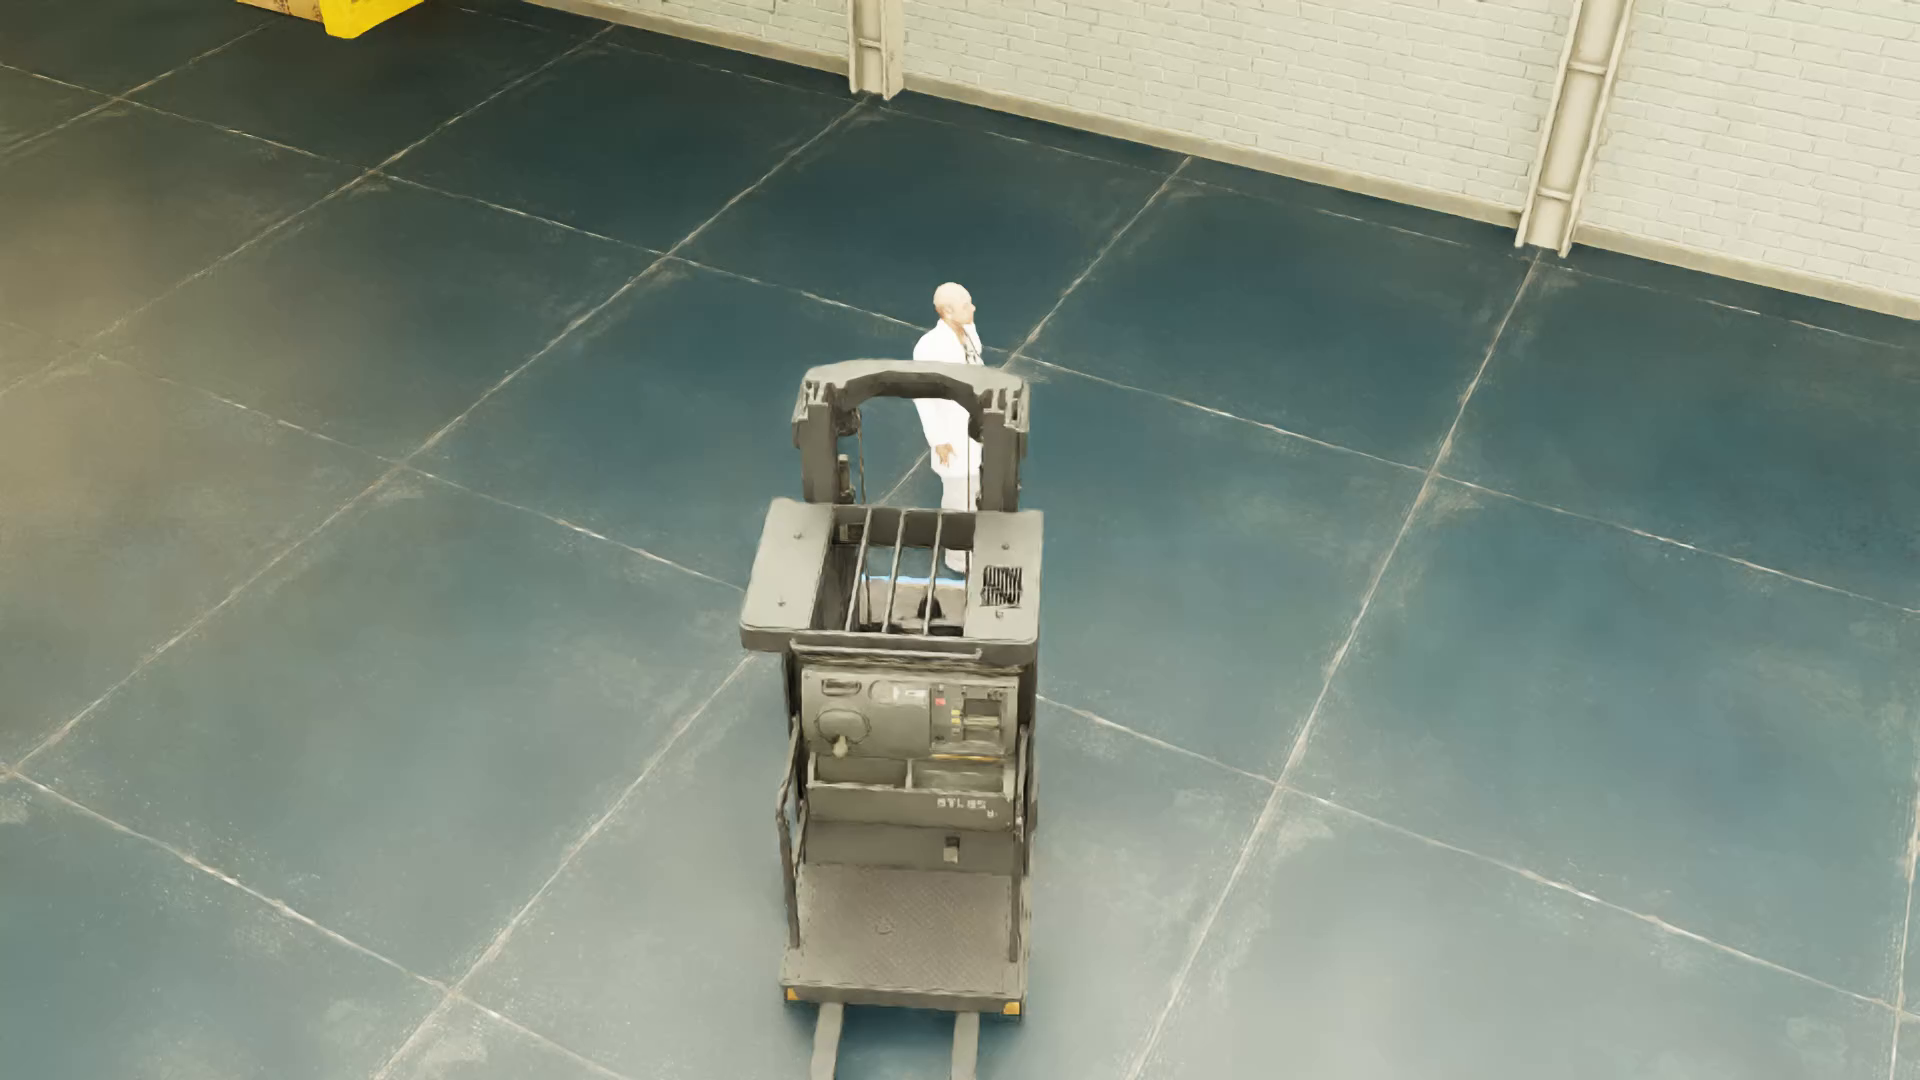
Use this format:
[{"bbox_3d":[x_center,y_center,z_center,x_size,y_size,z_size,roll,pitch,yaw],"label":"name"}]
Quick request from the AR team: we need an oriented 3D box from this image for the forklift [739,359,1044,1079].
[{"bbox_3d":[-0.232,0.836,6.994,1.130,2.935,3.031,3,40,3],"label":"forklift"}]

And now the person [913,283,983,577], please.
[{"bbox_3d":[0.079,-0.656,9.649,0.579,1.776,0.694,18,43,21],"label":"person"}]
